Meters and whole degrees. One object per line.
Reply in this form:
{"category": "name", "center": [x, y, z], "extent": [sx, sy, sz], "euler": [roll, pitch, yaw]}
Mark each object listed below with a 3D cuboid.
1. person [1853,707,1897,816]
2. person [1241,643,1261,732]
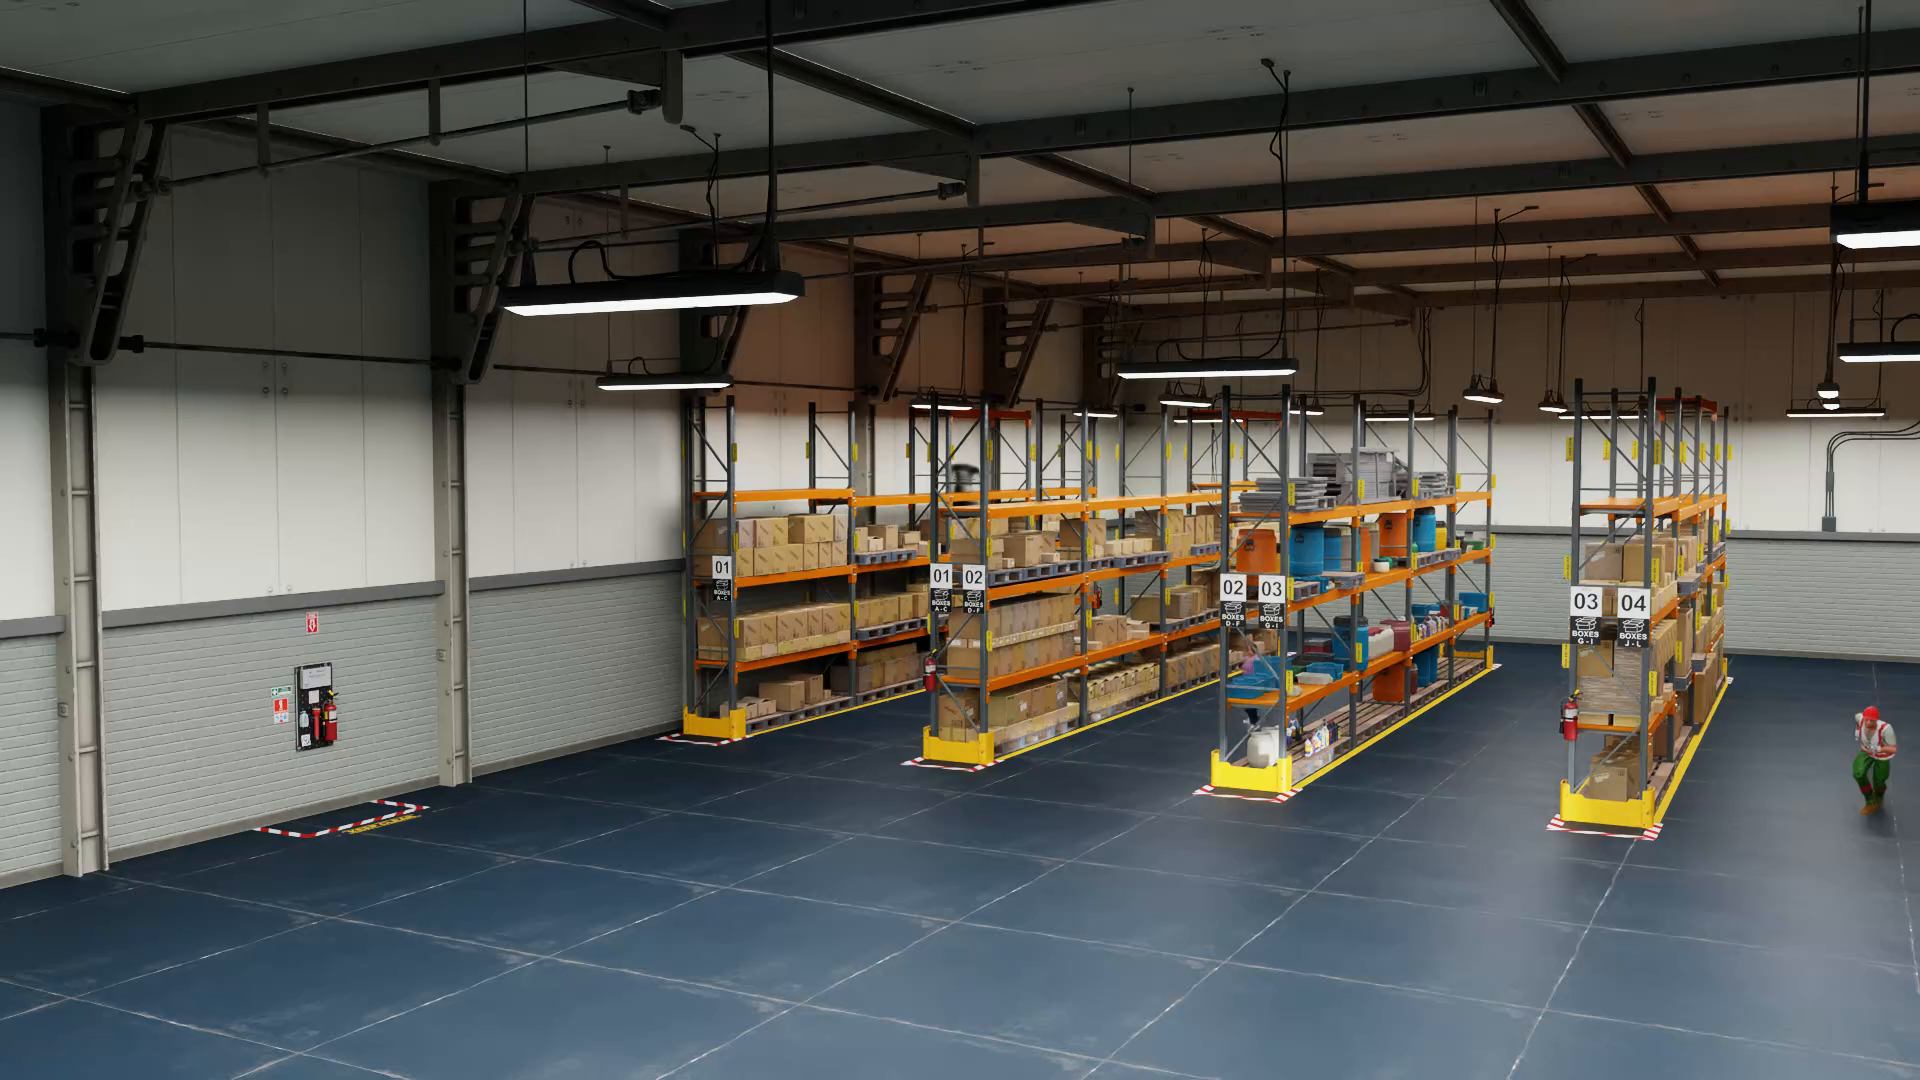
{"category": "person", "center": [12.691, 3.029, 23.044], "extent": [0.665, 1.545, 1.174], "euler": [3, 4, 44]}
{"category": "person", "center": [5.241, 2.641, 29.878], "extent": [0.440, 1.611, 0.536], "euler": [-2, 3, -30]}
